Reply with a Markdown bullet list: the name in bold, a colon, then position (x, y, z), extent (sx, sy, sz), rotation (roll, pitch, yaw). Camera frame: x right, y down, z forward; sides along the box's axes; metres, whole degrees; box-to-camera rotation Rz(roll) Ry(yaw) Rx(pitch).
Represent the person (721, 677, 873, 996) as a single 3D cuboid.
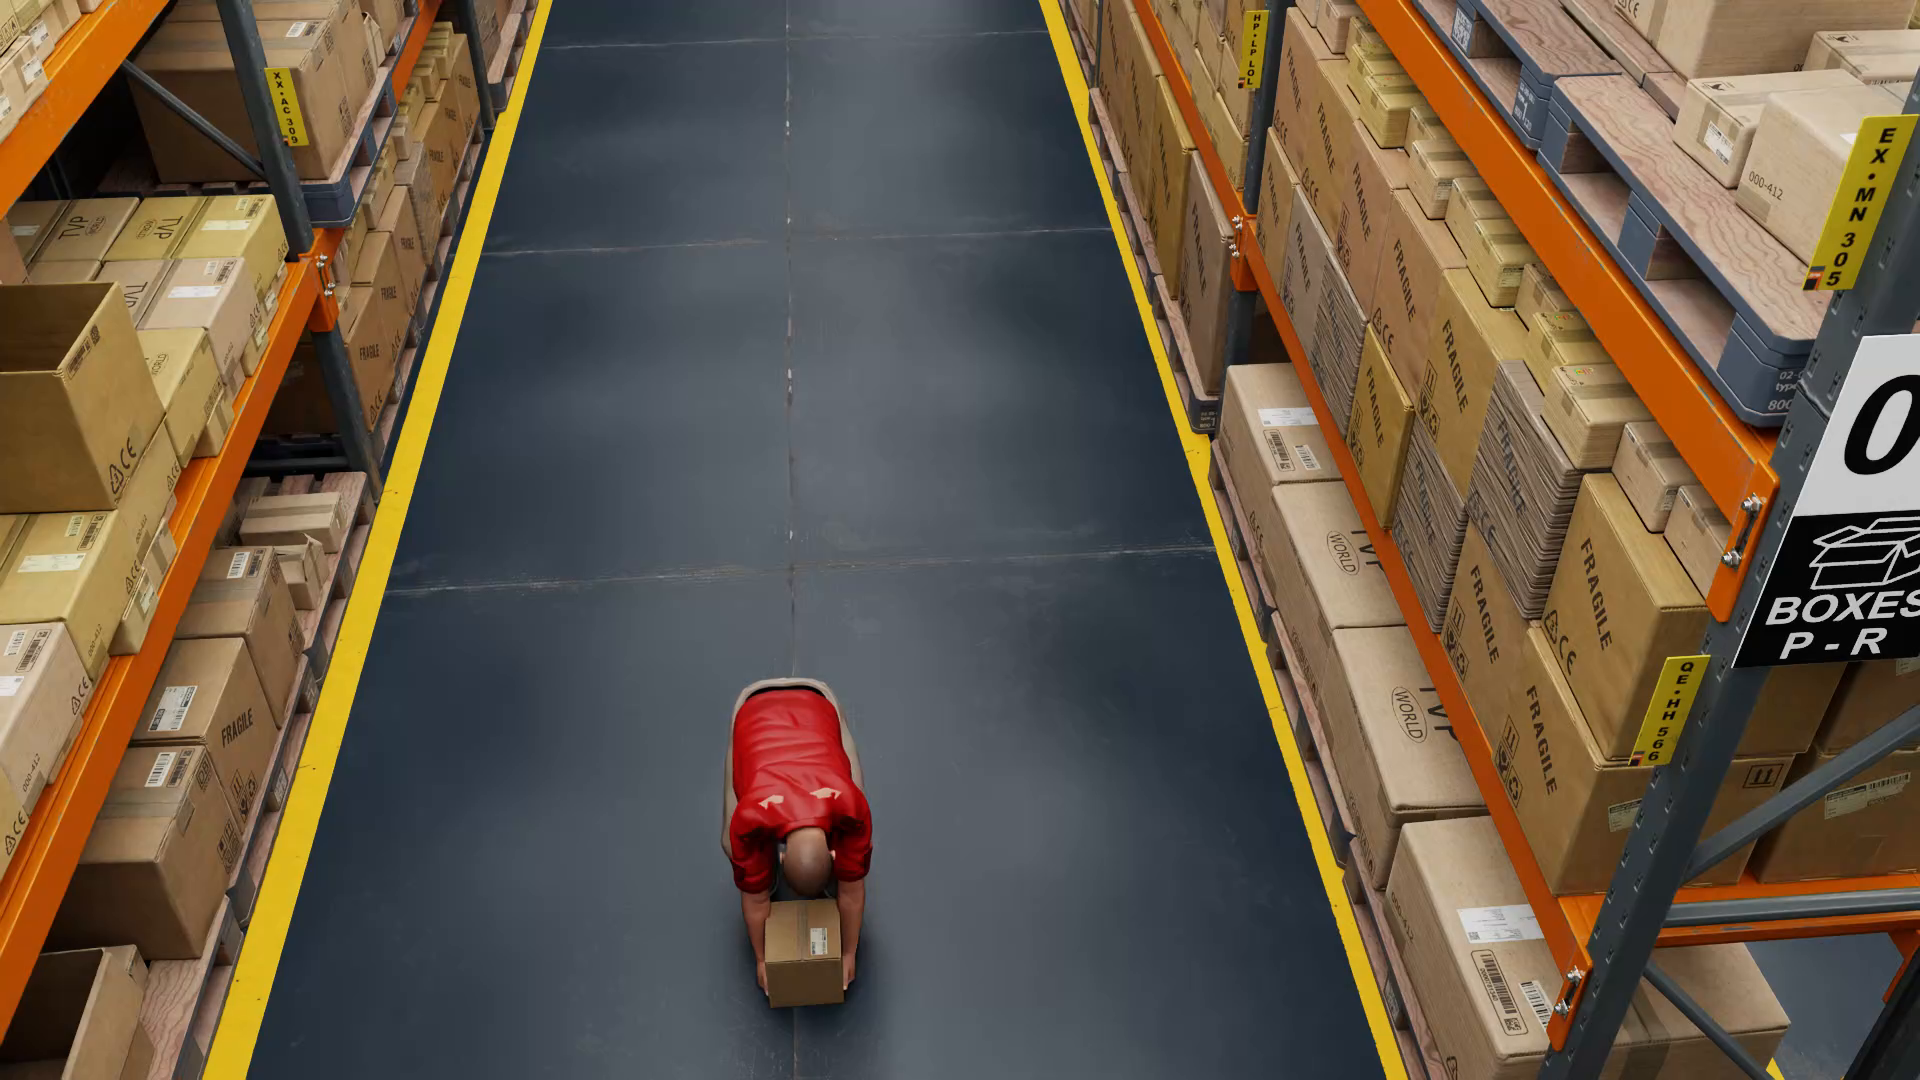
- **person**: position (-0.559, 0.989, 5.701), extent (0.520, 0.814, 0.953), rotation (-4, 39, -5)
